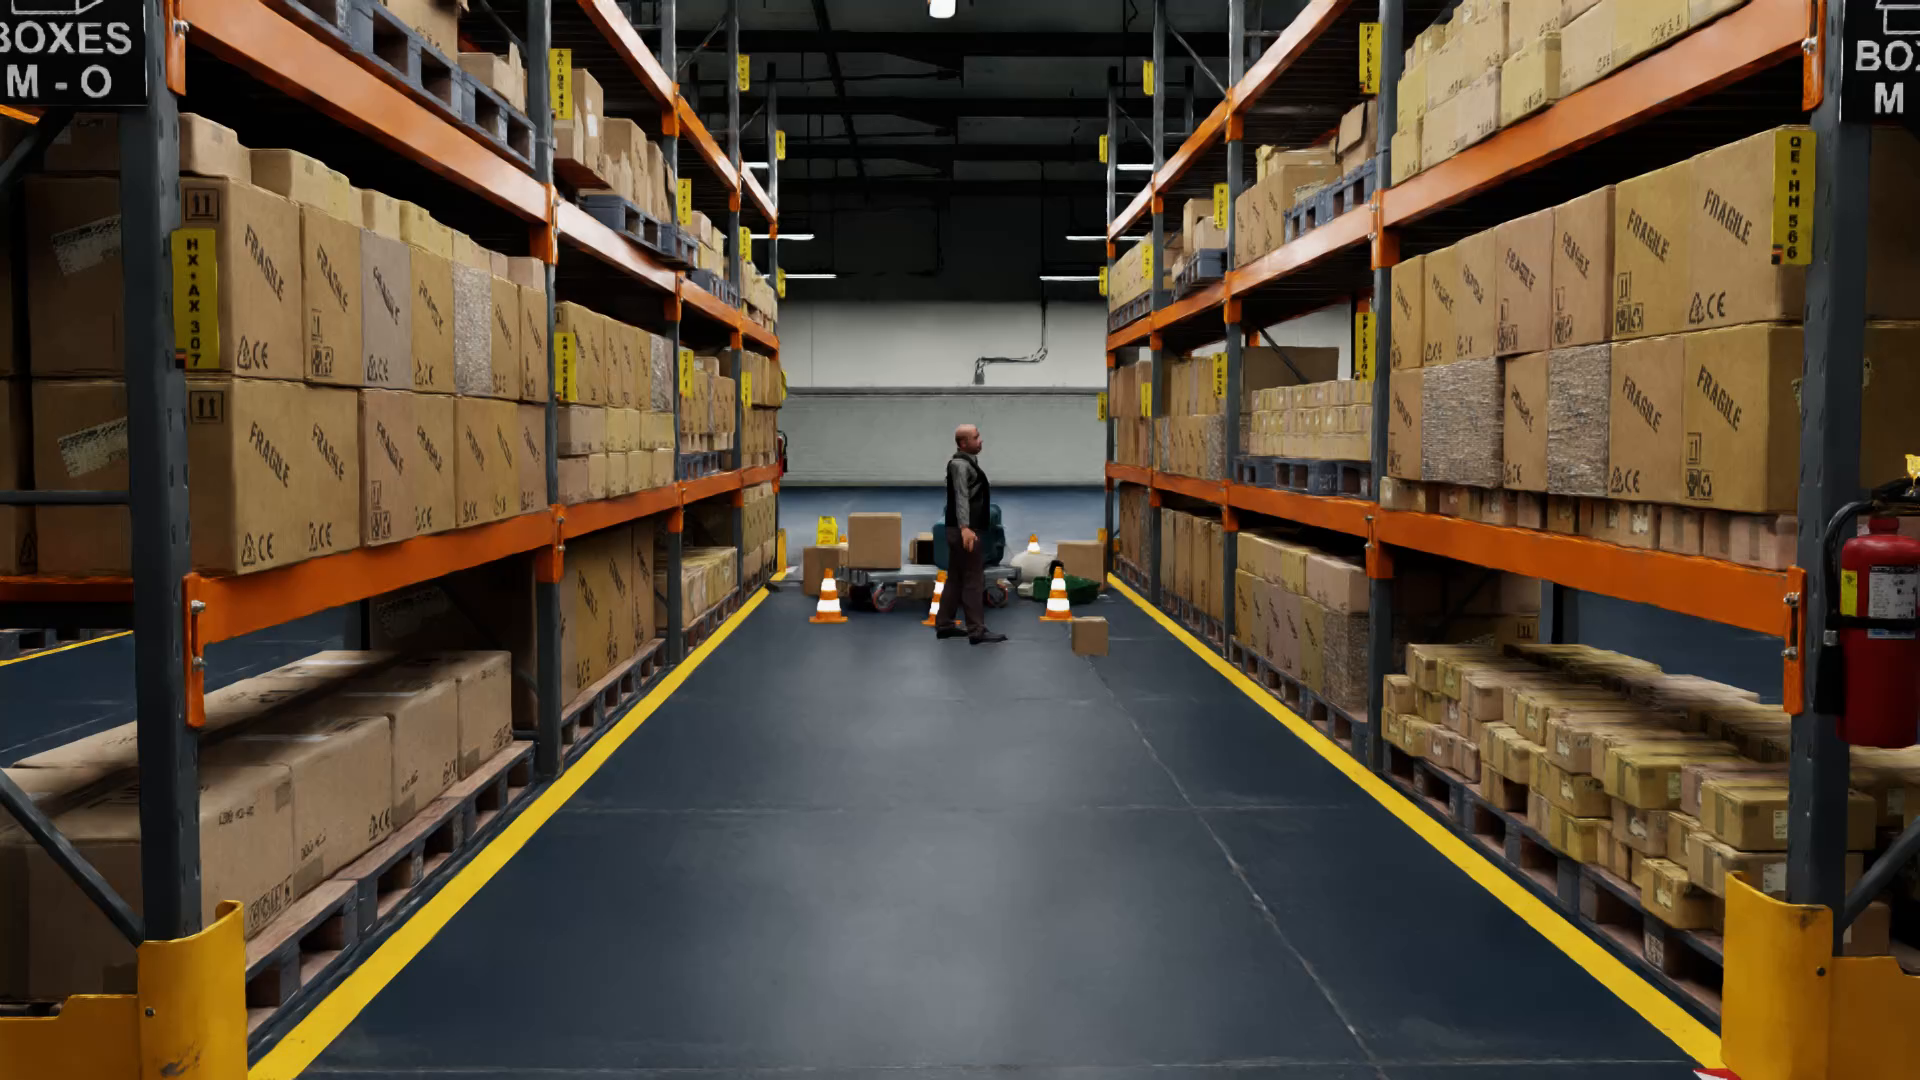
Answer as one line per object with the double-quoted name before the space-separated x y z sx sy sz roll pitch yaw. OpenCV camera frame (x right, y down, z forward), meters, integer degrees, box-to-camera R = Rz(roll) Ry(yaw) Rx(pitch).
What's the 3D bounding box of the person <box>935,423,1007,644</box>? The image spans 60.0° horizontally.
"person" 0.084 -0.053 13.063 0.577 1.722 0.689 0 4 1
